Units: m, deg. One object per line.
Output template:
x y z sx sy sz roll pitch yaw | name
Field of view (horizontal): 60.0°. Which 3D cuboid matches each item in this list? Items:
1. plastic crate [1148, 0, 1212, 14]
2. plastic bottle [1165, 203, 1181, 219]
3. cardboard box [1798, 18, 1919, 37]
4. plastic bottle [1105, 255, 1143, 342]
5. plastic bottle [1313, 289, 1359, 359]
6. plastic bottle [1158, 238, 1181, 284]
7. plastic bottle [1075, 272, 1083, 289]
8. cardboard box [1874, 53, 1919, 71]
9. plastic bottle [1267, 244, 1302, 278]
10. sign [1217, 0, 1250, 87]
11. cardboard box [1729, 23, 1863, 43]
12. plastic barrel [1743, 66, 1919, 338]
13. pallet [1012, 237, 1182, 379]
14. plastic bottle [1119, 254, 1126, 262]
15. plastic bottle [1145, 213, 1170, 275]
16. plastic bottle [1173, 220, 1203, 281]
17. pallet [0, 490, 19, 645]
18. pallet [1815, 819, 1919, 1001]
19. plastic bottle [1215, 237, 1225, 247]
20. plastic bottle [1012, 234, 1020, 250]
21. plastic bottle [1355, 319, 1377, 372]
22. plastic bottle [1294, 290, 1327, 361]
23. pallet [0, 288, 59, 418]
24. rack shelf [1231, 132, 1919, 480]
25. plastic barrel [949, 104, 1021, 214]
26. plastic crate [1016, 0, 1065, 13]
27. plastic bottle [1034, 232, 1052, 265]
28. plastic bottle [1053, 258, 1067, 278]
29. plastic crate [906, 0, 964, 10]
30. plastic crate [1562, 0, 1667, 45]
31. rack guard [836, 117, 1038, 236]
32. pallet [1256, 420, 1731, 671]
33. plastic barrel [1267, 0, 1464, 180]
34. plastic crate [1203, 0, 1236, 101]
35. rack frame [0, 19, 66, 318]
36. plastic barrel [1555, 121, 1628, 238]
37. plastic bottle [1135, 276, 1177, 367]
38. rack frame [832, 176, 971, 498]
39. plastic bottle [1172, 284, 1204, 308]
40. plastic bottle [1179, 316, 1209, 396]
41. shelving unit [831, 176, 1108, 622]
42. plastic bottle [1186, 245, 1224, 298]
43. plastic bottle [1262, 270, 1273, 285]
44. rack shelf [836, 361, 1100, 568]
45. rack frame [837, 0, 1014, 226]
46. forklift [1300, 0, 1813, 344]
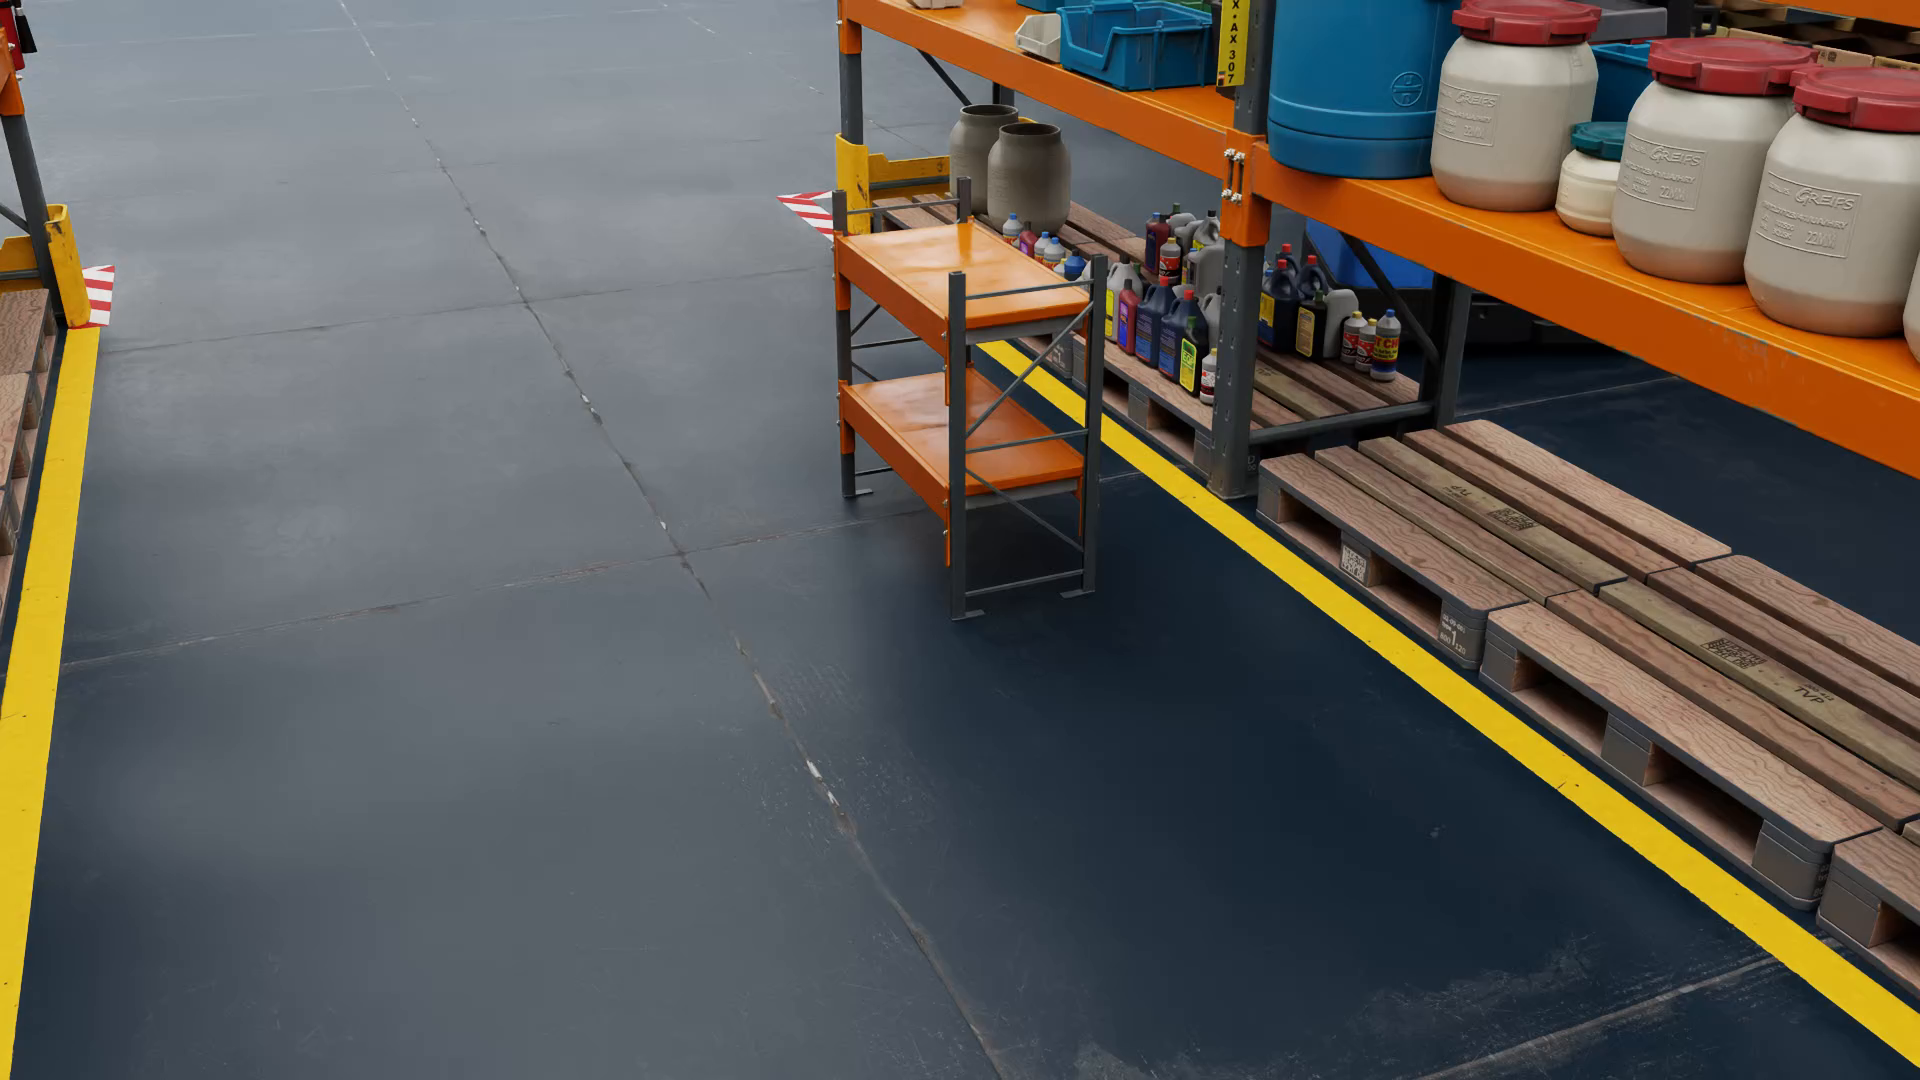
1.120 -2.094 6.862 0.450 0.188 0.662 -11 28 -21 | plastic crate
1.010 -1.475 7.946 0.061 0.283 0.133 -10 28 -19 | plastic bottle
5.273 -2.781 9.827 0.500 0.500 0.500 -11 28 -21 | cardboard box
0.673 -1.019 6.935 0.144 0.351 0.185 -11 28 -21 | plastic bottle
1.519 -0.896 6.770 0.152 0.276 0.135 -10 28 -19 | plastic bottle
0.968 -1.290 7.662 0.097 0.201 0.097 0 26 0 | plastic bottle
0.541 -1.061 7.192 0.097 0.201 0.097 0 26 0 | plastic bottle
5.184 -2.287 8.816 0.500 0.500 0.500 -11 28 -21 | cardboard box
1.384 -1.074 7.048 0.144 0.351 0.185 -12 28 -23 | plastic bottle
0.881 -1.627 5.348 0.100 0.325 0.005 -11 28 -21 | sign
4.795 -2.692 9.644 0.500 0.500 0.500 -11 28 -21 | cardboard box
2.021 -0.759 3.731 0.433 0.535 0.433 0 26 0 | plastic barrel
0.686 -1.111 7.786 1.003 0.211 1.213 -11 28 -21 | pallet
0.710 -1.073 7.124 0.061 0.283 0.133 -11 28 -21 | plastic bottle
0.924 -1.394 7.780 0.061 0.283 0.133 -11 28 -21 | plastic bottle
1.076 -1.353 7.705 0.152 0.276 0.135 -11 28 -22 | plastic bottle
-3.461 0.246 5.005 1.003 0.211 1.213 -11 28 -21 | pallet
2.691 0.956 3.552 1.003 0.211 1.213 -11 28 -21 | pallet
1.217 -1.245 7.399 0.144 0.351 0.185 -11 28 -21 | plastic bottle
0.289 -1.321 7.724 0.097 0.201 0.097 0 26 0 | plastic bottle
1.631 -0.778 6.613 0.097 0.201 0.097 0 26 0 | plastic bottle
1.421 -0.881 6.731 0.061 0.283 0.133 -11 28 -21 | plastic bottle
-4.417 -0.739 7.023 1.003 0.211 1.213 -11 28 -21 | pallet
2.175 -0.462 4.098 1.077 0.370 4.000 -11 28 -21 | rack shelf
0.153 -2.026 8.837 0.421 0.512 0.421 0 26 0 | plastic barrel
0.546 -2.727 8.086 0.499 0.251 0.408 -11 28 -21 | plastic crate
0.383 -1.256 7.511 0.097 0.271 0.097 0 26 0 | plastic bottle
0.461 -1.144 7.362 0.097 0.201 0.097 0 26 0 | plastic bottle
-0.120 -2.673 8.106 0.298 0.136 0.250 -11 28 -21 | plastic crate
1.863 -1.479 5.287 0.402 0.464 0.583 -11 28 -21 | plastic crate
-0.102 -2.062 9.403 1.175 0.500 0.348 -11 28 -21 | rack guard
1.735 -0.029 5.570 1.003 0.211 1.213 -11 28 -21 | pallet
1.264 -1.610 5.058 0.600 0.901 0.708 -11 28 -21 | plastic barrel
1.304 -1.798 6.085 0.767 0.338 0.504 -11 28 -21 | plastic crate
-4.732 -2.357 7.158 1.000 3.000 0.127 -11 28 -21 | rack frame
1.769 -0.970 4.476 0.301 0.262 0.301 0 26 0 | plastic barrel
0.799 -0.888 6.668 0.144 0.351 0.185 -12 29 -23 | plastic bottle
-0.196 -0.708 5.918 0.500 1.125 0.032 -11 28 -21 | rack frame
0.926 -0.890 6.757 0.152 0.276 0.135 -11 28 -21 | plastic bottle
0.900 -0.708 6.375 0.061 0.283 0.133 -9 27 -18 | plastic bottle
0.003 -0.503 5.498 0.538 1.125 1.048 -11 28 -21 | shelving unit
1.091 -1.176 7.343 0.152 0.276 0.135 -11 28 -21 | plastic bottle
1.290 -1.000 6.987 0.097 0.271 0.097 0 26 0 | plastic bottle
0.003 -0.283 5.605 0.538 0.278 1.000 -11 28 -21 | rack shelf
-0.175 -3.208 8.901 1.000 3.000 0.127 -11 28 -21 | rack frame
3.192 -2.359 7.241 3.031 2.935 1.130 1 26 1 | forklift
